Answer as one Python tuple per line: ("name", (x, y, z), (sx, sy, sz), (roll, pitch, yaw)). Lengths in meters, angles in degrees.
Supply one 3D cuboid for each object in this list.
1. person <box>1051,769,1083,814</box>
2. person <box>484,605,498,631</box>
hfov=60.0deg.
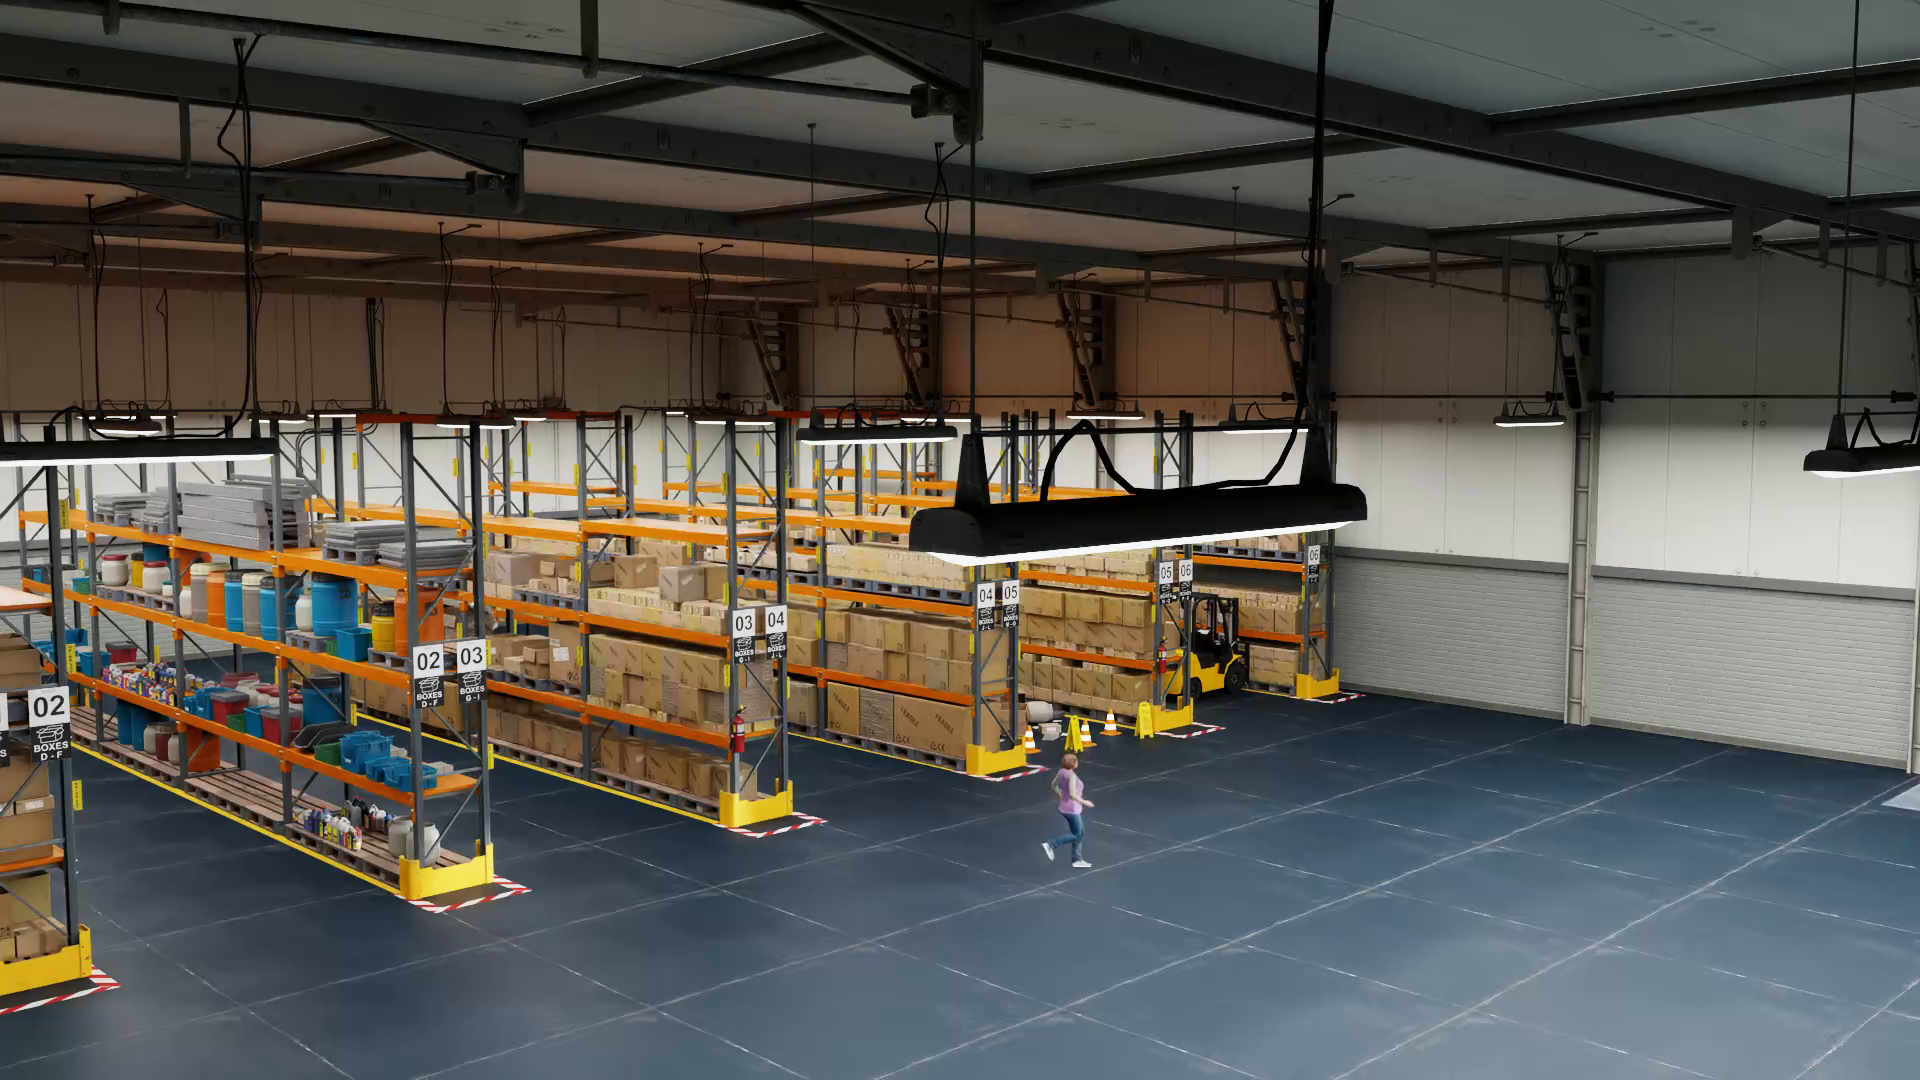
("person", (1.460, 3.348, 22.195), (0.335, 0.573, 0.545), (-2, 5, -18))
("person", (-10.616, 2.233, 37.043), (0.676, 1.832, 0.715), (-4, 7, -42))
